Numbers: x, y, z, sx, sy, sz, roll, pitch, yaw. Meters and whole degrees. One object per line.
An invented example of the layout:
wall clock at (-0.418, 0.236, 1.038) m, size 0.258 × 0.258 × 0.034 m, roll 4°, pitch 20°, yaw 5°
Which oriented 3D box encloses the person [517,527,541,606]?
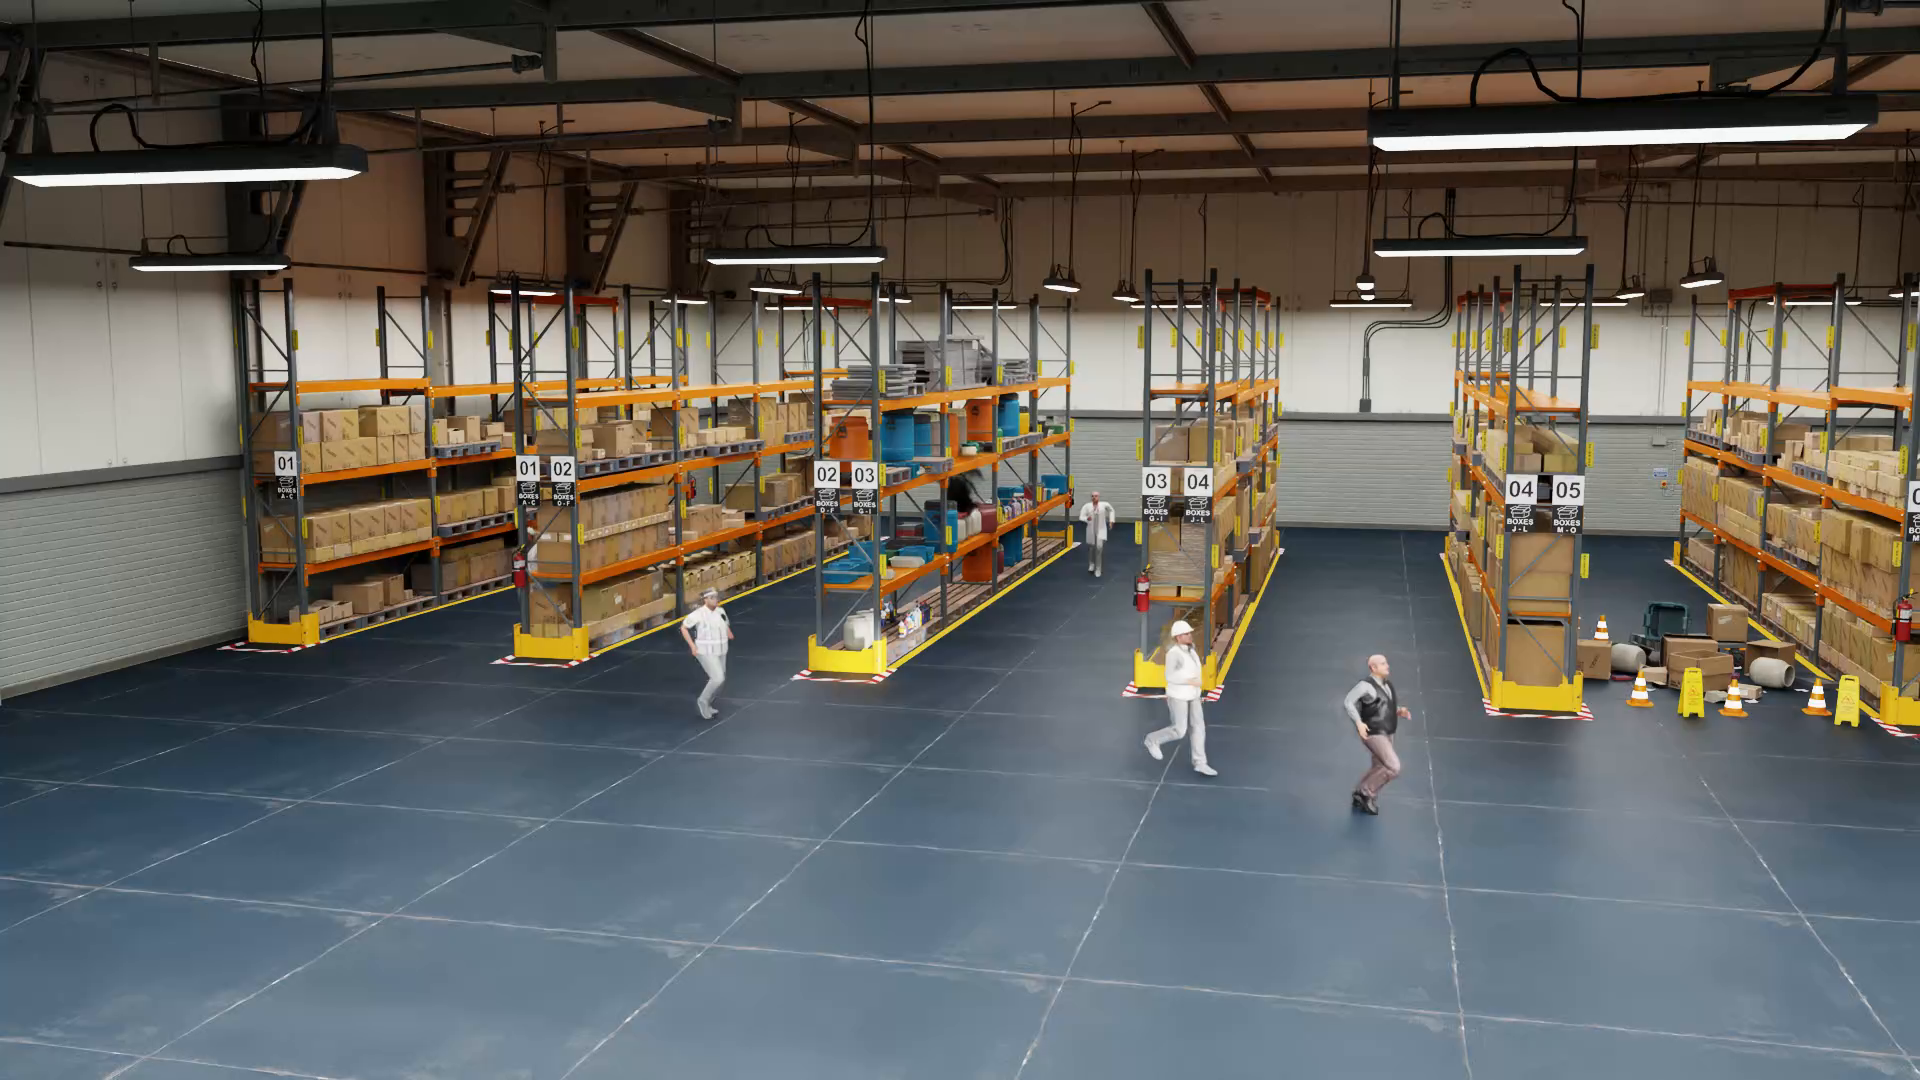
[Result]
person at (-7.490, 0.655, 29.102) m, size 0.681 × 1.769 × 0.812 m, roll 2°, pitch 7°, yaw 19°

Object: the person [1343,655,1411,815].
person at (4.431, 2.054, 17.541) m, size 0.663 × 1.692 × 0.634 m, roll 6°, pitch 9°, yaw 41°

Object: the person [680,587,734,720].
person at (-3.255, 1.496, 22.022) m, size 0.675 × 1.774 × 0.645 m, roll 5°, pitch 9°, yaw 37°

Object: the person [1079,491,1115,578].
person at (2.918, -0.136, 35.569) m, size 0.707 × 1.835 × 0.946 m, roll 1°, pitch 7°, yaw 11°

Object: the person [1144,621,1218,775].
person at (2.589, 1.816, 19.284) m, size 0.911 × 1.769 × 0.661 m, roll 5°, pitch 9°, yaw 39°
